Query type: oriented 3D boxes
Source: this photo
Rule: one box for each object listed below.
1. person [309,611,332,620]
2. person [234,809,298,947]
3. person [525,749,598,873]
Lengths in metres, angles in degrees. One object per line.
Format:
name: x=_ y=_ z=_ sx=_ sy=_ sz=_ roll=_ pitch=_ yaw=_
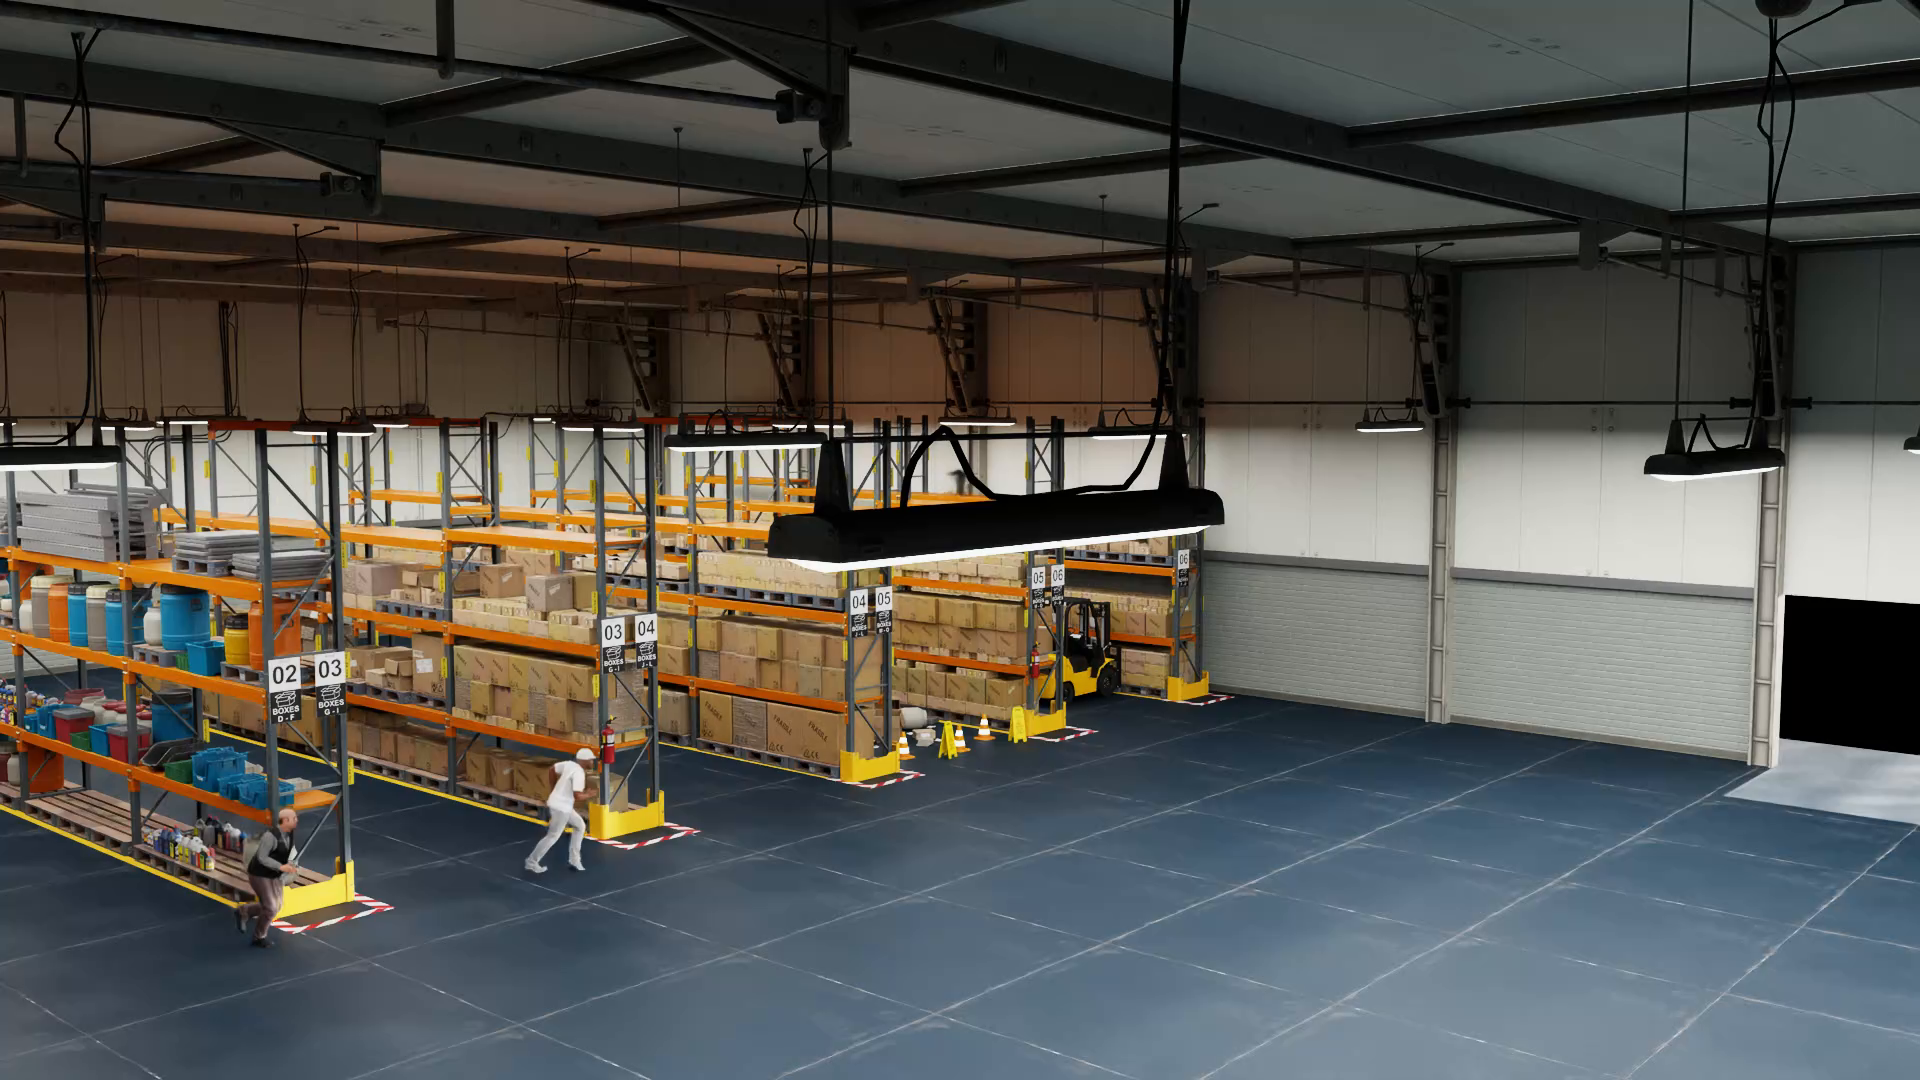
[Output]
person: x=-15.010 y=2.213 z=39.267 sx=0.696 sy=1.725 sz=0.701 roll=-2 pitch=5 yaw=-19
person: x=-8.089 y=3.926 z=19.447 sx=0.854 sy=1.609 sz=0.657 roll=1 pitch=5 yaw=8
person: x=-5.363 y=3.673 z=22.336 sx=1.011 sy=1.712 sz=0.744 roll=-2 pitch=5 yaw=-28
